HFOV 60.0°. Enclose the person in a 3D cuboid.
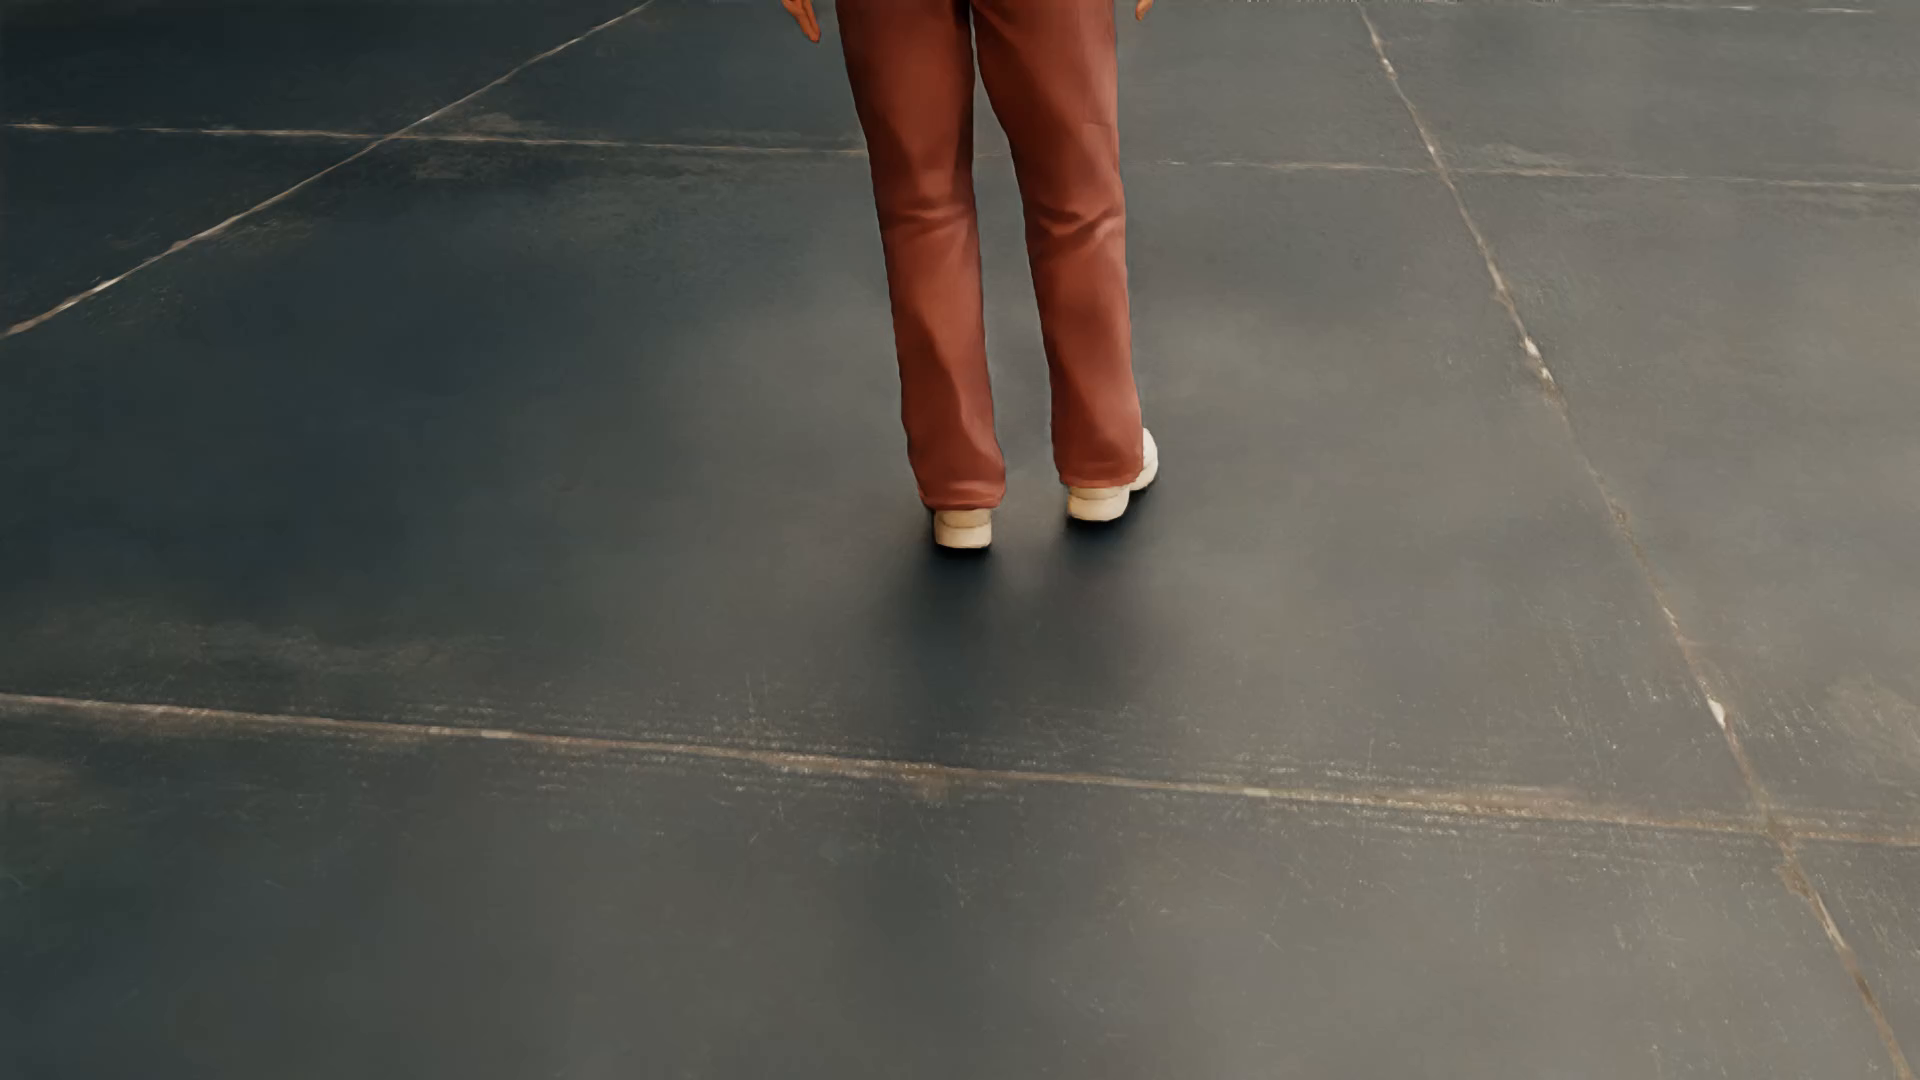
[{"bbox_3d":[0.021,-0.788,2.187,0.554,1.674,0.548,3,27,7],"label":"person"}]
